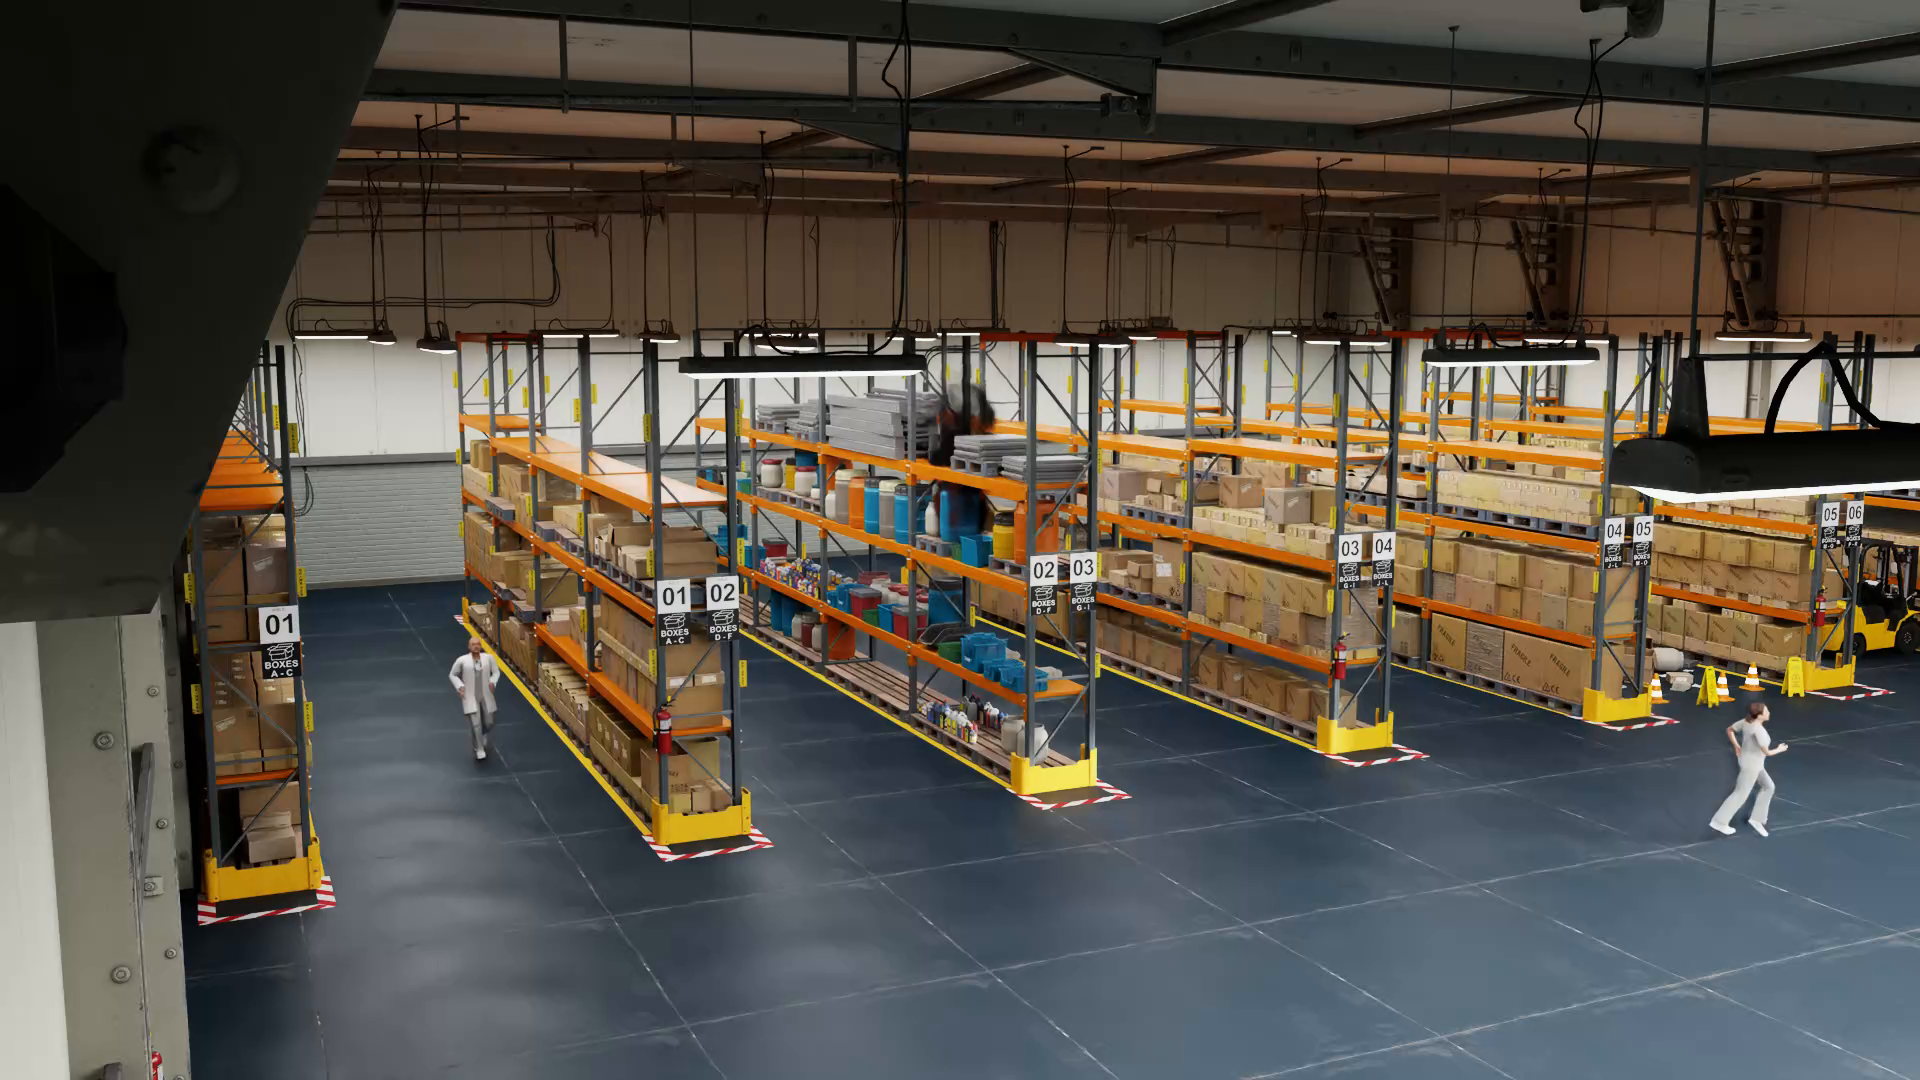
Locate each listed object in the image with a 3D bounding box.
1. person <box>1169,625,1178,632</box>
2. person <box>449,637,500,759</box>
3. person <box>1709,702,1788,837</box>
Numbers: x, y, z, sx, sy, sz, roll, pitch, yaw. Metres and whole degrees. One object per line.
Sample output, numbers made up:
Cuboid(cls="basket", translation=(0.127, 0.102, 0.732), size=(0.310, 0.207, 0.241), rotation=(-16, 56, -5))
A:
Cuboid(cls="person", translation=(4.273, 1.139, 32.328), size=(0.586, 1.666, 0.633), rotation=(-5, 9, -33))
Cuboid(cls="person", translation=(-6.970, 2.292, 23.963), size=(0.713, 1.648, 0.753), rotation=(-4, 9, -27))
Cuboid(cls="person", translation=(9.581, 2.791, 20.236), size=(0.876, 1.697, 0.572), rotation=(1, 8, 7))
